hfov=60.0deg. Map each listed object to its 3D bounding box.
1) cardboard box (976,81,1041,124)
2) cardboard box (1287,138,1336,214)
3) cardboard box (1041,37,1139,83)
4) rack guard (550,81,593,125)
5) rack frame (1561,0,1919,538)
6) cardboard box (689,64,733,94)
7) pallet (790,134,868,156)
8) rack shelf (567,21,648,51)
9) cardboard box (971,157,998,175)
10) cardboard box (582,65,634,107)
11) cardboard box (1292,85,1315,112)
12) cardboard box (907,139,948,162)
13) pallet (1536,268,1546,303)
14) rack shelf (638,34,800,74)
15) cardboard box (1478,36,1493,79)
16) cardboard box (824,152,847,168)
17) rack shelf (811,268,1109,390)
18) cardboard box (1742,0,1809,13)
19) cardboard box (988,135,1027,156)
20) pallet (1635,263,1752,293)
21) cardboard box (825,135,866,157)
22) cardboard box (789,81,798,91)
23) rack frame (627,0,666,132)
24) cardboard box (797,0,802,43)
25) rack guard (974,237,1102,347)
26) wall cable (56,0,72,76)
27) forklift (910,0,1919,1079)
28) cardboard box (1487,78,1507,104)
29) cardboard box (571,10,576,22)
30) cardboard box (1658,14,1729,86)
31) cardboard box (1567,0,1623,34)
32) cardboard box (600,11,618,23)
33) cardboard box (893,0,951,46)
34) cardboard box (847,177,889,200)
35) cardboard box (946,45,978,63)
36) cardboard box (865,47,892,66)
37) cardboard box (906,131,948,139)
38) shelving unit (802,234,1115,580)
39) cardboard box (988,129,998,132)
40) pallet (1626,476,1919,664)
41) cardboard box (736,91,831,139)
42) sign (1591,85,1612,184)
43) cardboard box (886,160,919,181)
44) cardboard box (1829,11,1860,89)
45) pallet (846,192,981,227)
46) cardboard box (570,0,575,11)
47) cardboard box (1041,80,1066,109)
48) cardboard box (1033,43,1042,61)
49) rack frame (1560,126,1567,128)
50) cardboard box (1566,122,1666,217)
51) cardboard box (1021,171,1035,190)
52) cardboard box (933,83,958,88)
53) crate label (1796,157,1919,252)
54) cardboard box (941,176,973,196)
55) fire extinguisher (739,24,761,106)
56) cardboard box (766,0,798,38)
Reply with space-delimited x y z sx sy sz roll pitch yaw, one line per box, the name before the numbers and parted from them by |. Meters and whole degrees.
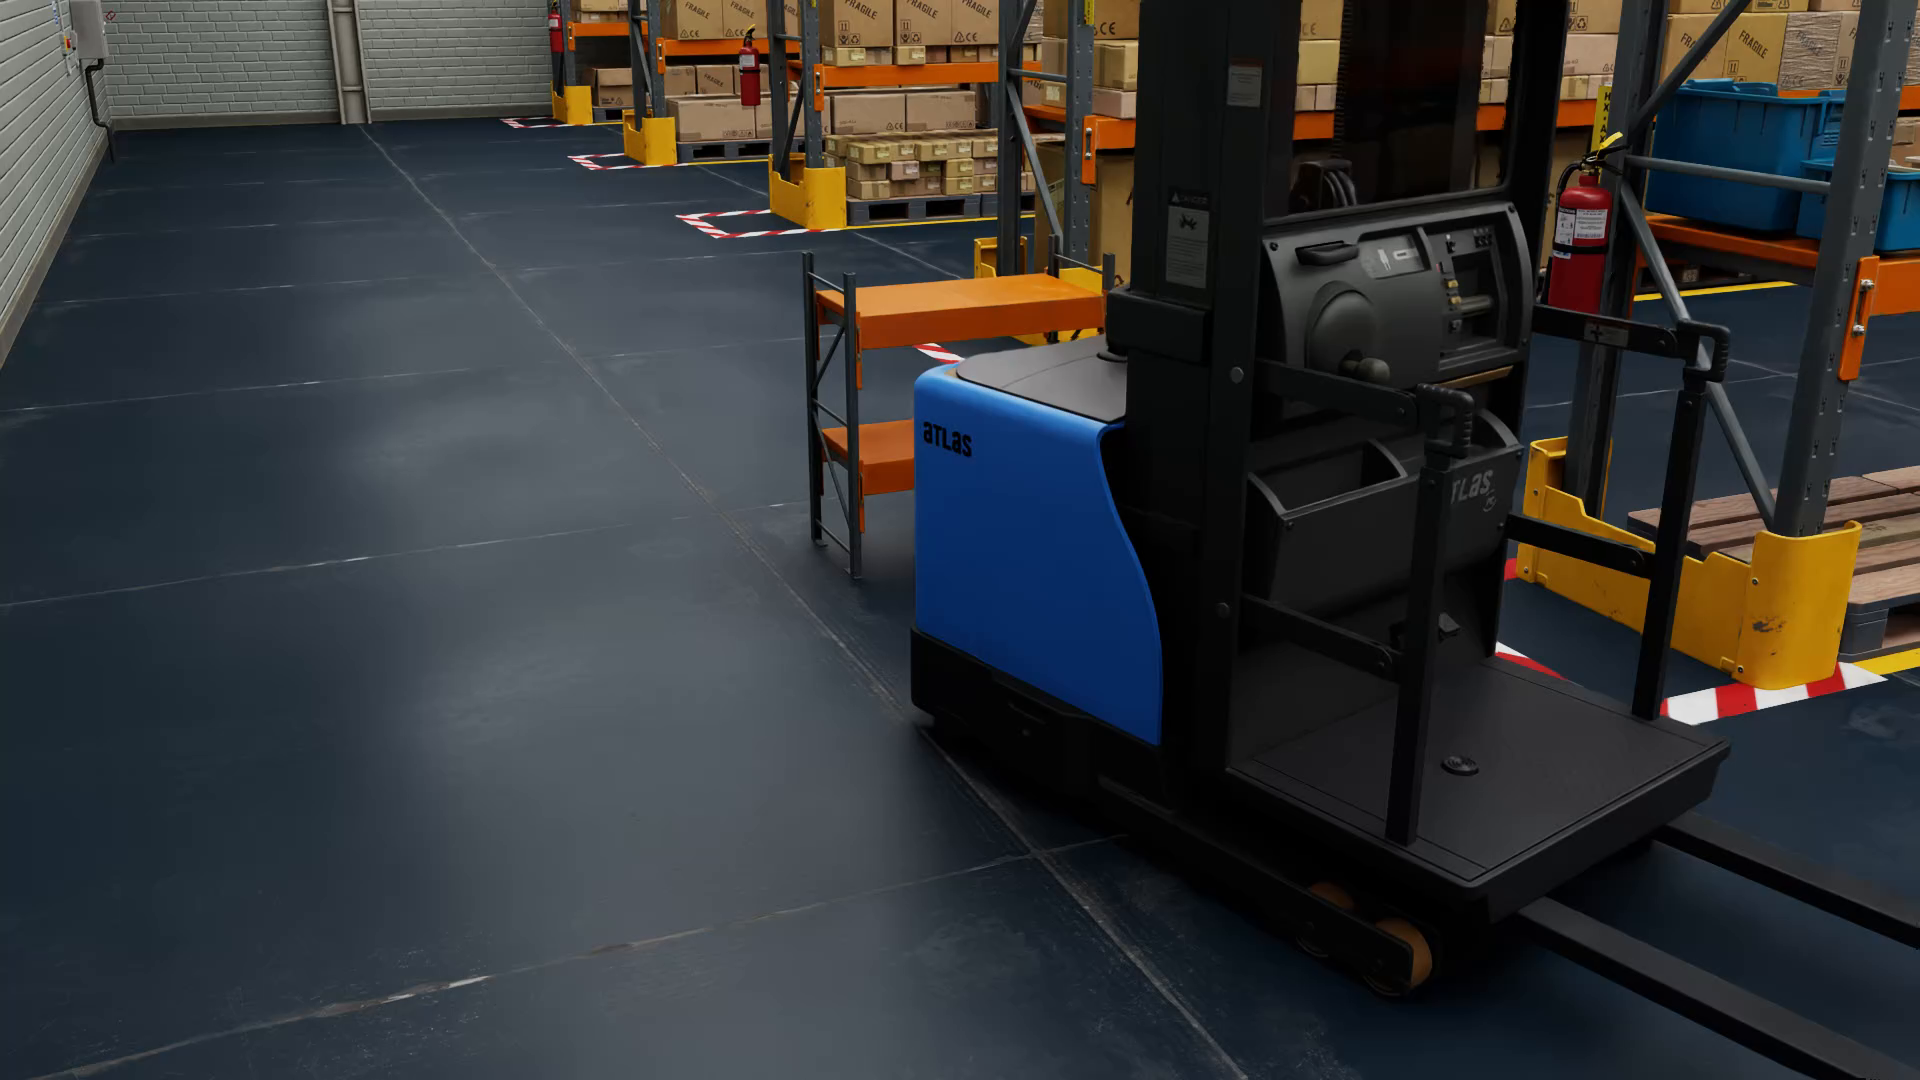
cardboard box | 0.765 -5.507 20.213 0.875 0.875 0.875 -7 21 -20
cardboard box | 1.872 -2.081 10.483 0.875 0.875 0.875 -8 21 -22
cardboard box | 0.820 -2.871 9.938 0.500 0.250 0.500 -9 21 -23
rack guard | -5.345 -6.023 22.876 0.348 0.500 1.175 -8 21 -22
rack frame | 2.442 -1.147 5.262 0.127 3.000 1.000 -8 21 -22
cardboard box | -3.490 -6.403 23.321 0.500 0.500 0.500 -8 21 -21
pallet | -1.623 -4.652 19.417 1.213 0.211 1.003 -8 21 -22
rack shelf | -3.578 -7.116 23.299 4.000 0.370 1.077 -8 21 -22
cardboard box | 0.139 -3.310 14.618 0.250 0.149 0.380 -9 21 -25
cardboard box | -4.816 -6.264 22.924 0.637 0.503 0.797 -9 21 -24
cardboard box | 1.880 -2.620 9.826 0.250 0.149 0.380 -9 21 -23
cardboard box | -0.288 -3.349 14.282 0.250 0.149 0.380 -8 21 -22
pallet | 3.424 -1.792 11.293 1.213 0.211 1.003 -8 21 -22
rack shelf | -1.609 -5.603 19.002 4.000 0.370 1.077 -8 21 -22
cardboard box | 2.909 -2.979 10.243 0.500 0.250 0.500 -8 21 -21
cardboard box | -1.020 -3.333 14.684 0.250 0.149 0.380 -9 21 -23
rack shelf | -0.006 -0.806 6.235 1.000 0.278 0.538 -8 21 -22
cardboard box | 5.371 -3.877 11.355 0.637 0.503 0.797 -8 21 -21
cardboard box | 0.425 -3.461 14.601 0.250 0.149 0.380 -8 21 -21
pallet | 4.832 -1.992 11.863 1.213 0.211 1.003 -8 21 -22
cardboard box | -1.006 -3.464 14.608 0.250 0.149 0.380 -8 21 -21
cardboard box | -2.465 -6.417 23.715 0.258 0.266 0.396 -7 21 -20
rack frame | -3.445 -5.679 18.135 0.127 3.000 1.000 -8 21 -22
cardboard box | -1.081 -4.508 14.210 0.500 0.500 0.500 -8 21 -21
rack guard | 0.458 -1.475 9.958 0.348 0.500 1.175 -8 21 -22
wall cable | -8.613 -5.424 15.834 0.123 1.953 0.585 -8 21 -22
forklift | 1.170 -0.565 3.713 1.130 2.935 3.031 -15 24 -36
cardboard box | 3.295 -2.823 10.402 0.250 0.149 0.380 -8 21 -21
cardboard box | -5.217 -7.199 22.830 0.250 0.149 0.380 -8 21 -23
cardboard box | 4.674 -3.215 10.985 0.500 0.500 0.500 -8 21 -22
cardboard box | 3.837 -3.465 10.494 0.500 0.500 0.500 -8 21 -20
cardboard box | -4.789 -7.081 22.494 0.250 0.149 0.380 -8 21 -21
cardboard box | -0.389 -4.423 13.970 0.500 0.500 0.500 -8 21 -22
cardboard box | -0.784 -3.008 14.208 0.250 0.149 0.380 -8 21 -21
cardboard box | -0.036 -4.176 14.245 0.250 0.149 0.380 -8 21 -22
cardboard box | -0.747 -4.053 13.895 0.250 0.149 0.380 -7 21 -20
cardboard box | -0.302 -3.567 14.900 0.250 0.149 0.380 -9 21 -24
shelving unit | -0.006 -0.530 6.333 1.048 1.125 0.538 -8 21 -22
cardboard box | 0.438 -3.663 15.174 0.250 0.149 0.380 -8 21 -22
pallet | 3.215 0.072 6.000 1.213 0.211 1.003 -8 21 -22
cardboard box | -2.042 -4.909 19.173 0.875 0.438 0.875 -8 21 -20
sign | 2.209 -1.389 5.705 0.005 0.325 0.100 -8 21 -22
cardboard box | -0.535 -3.186 14.267 0.250 0.149 0.380 -8 21 -22
cardboard box | 6.068 -3.416 11.558 0.500 0.500 0.500 -8 21 -21
pallet | -0.562 -2.974 14.650 1.213 0.211 1.003 -8 21 -22
cardboard box | -5.097 -7.403 22.810 0.500 0.250 0.500 -8 21 -20
cardboard box | 0.677 -2.686 10.012 0.250 0.149 0.380 -8 21 -21
cardboard box | 0.705 -4.254 14.466 0.250 0.149 0.380 -8 21 -21
rack frame | 4.153 -3.183 11.046 0.127 3.000 1.000 -8 21 -22
cardboard box | 4.733 -2.469 11.586 0.875 0.875 1.225 -8 21 -22
cardboard box | 0.631 -3.215 14.797 0.250 0.149 0.380 -8 21 -22
cardboard box | -0.264 -6.870 24.648 0.500 0.500 0.500 -9 21 -24
crate label | 2.799 -1.028 5.087 0.303 0.233 0.416 -8 21 -22
cardboard box | -0.072 -3.102 14.476 0.250 0.149 0.380 -8 21 -21
fire extinguisher | -1.806 -4.078 14.266 0.183 0.674 0.296 -8 21 -22
cardboard box | -1.963 -5.838 18.436 0.500 0.500 0.500 -8 21 -22
